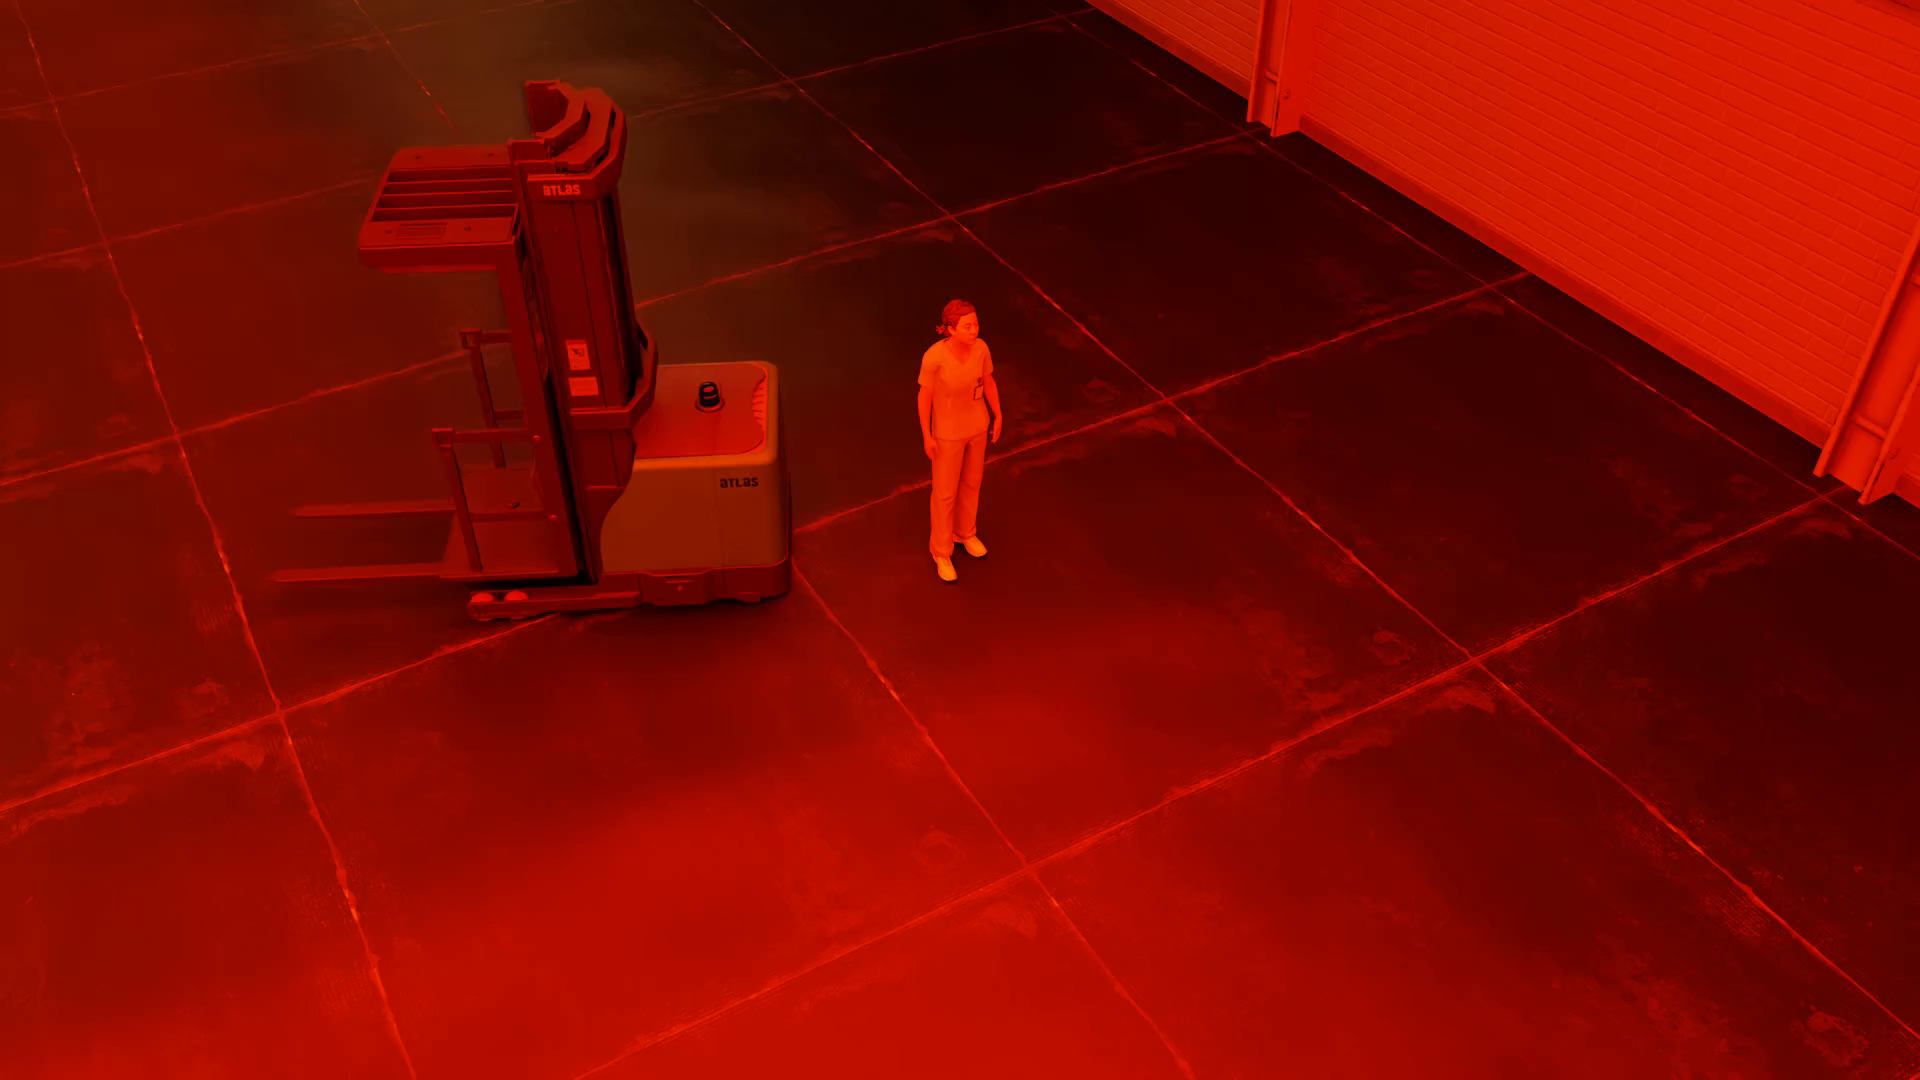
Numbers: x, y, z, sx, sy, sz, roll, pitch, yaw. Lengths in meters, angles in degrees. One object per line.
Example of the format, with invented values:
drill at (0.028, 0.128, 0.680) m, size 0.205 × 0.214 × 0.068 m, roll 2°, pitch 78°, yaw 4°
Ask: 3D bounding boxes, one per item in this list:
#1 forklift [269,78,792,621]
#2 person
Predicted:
forklift at (-2.549, -1.006, 9.249) m, size 3.031 × 2.935 × 1.130 m, roll -3°, pitch 40°, yaw -3°
person at (0.025, -0.606, 9.738) m, size 0.549 × 1.675 × 0.549 m, roll -20°, pitch 44°, yaw -23°
